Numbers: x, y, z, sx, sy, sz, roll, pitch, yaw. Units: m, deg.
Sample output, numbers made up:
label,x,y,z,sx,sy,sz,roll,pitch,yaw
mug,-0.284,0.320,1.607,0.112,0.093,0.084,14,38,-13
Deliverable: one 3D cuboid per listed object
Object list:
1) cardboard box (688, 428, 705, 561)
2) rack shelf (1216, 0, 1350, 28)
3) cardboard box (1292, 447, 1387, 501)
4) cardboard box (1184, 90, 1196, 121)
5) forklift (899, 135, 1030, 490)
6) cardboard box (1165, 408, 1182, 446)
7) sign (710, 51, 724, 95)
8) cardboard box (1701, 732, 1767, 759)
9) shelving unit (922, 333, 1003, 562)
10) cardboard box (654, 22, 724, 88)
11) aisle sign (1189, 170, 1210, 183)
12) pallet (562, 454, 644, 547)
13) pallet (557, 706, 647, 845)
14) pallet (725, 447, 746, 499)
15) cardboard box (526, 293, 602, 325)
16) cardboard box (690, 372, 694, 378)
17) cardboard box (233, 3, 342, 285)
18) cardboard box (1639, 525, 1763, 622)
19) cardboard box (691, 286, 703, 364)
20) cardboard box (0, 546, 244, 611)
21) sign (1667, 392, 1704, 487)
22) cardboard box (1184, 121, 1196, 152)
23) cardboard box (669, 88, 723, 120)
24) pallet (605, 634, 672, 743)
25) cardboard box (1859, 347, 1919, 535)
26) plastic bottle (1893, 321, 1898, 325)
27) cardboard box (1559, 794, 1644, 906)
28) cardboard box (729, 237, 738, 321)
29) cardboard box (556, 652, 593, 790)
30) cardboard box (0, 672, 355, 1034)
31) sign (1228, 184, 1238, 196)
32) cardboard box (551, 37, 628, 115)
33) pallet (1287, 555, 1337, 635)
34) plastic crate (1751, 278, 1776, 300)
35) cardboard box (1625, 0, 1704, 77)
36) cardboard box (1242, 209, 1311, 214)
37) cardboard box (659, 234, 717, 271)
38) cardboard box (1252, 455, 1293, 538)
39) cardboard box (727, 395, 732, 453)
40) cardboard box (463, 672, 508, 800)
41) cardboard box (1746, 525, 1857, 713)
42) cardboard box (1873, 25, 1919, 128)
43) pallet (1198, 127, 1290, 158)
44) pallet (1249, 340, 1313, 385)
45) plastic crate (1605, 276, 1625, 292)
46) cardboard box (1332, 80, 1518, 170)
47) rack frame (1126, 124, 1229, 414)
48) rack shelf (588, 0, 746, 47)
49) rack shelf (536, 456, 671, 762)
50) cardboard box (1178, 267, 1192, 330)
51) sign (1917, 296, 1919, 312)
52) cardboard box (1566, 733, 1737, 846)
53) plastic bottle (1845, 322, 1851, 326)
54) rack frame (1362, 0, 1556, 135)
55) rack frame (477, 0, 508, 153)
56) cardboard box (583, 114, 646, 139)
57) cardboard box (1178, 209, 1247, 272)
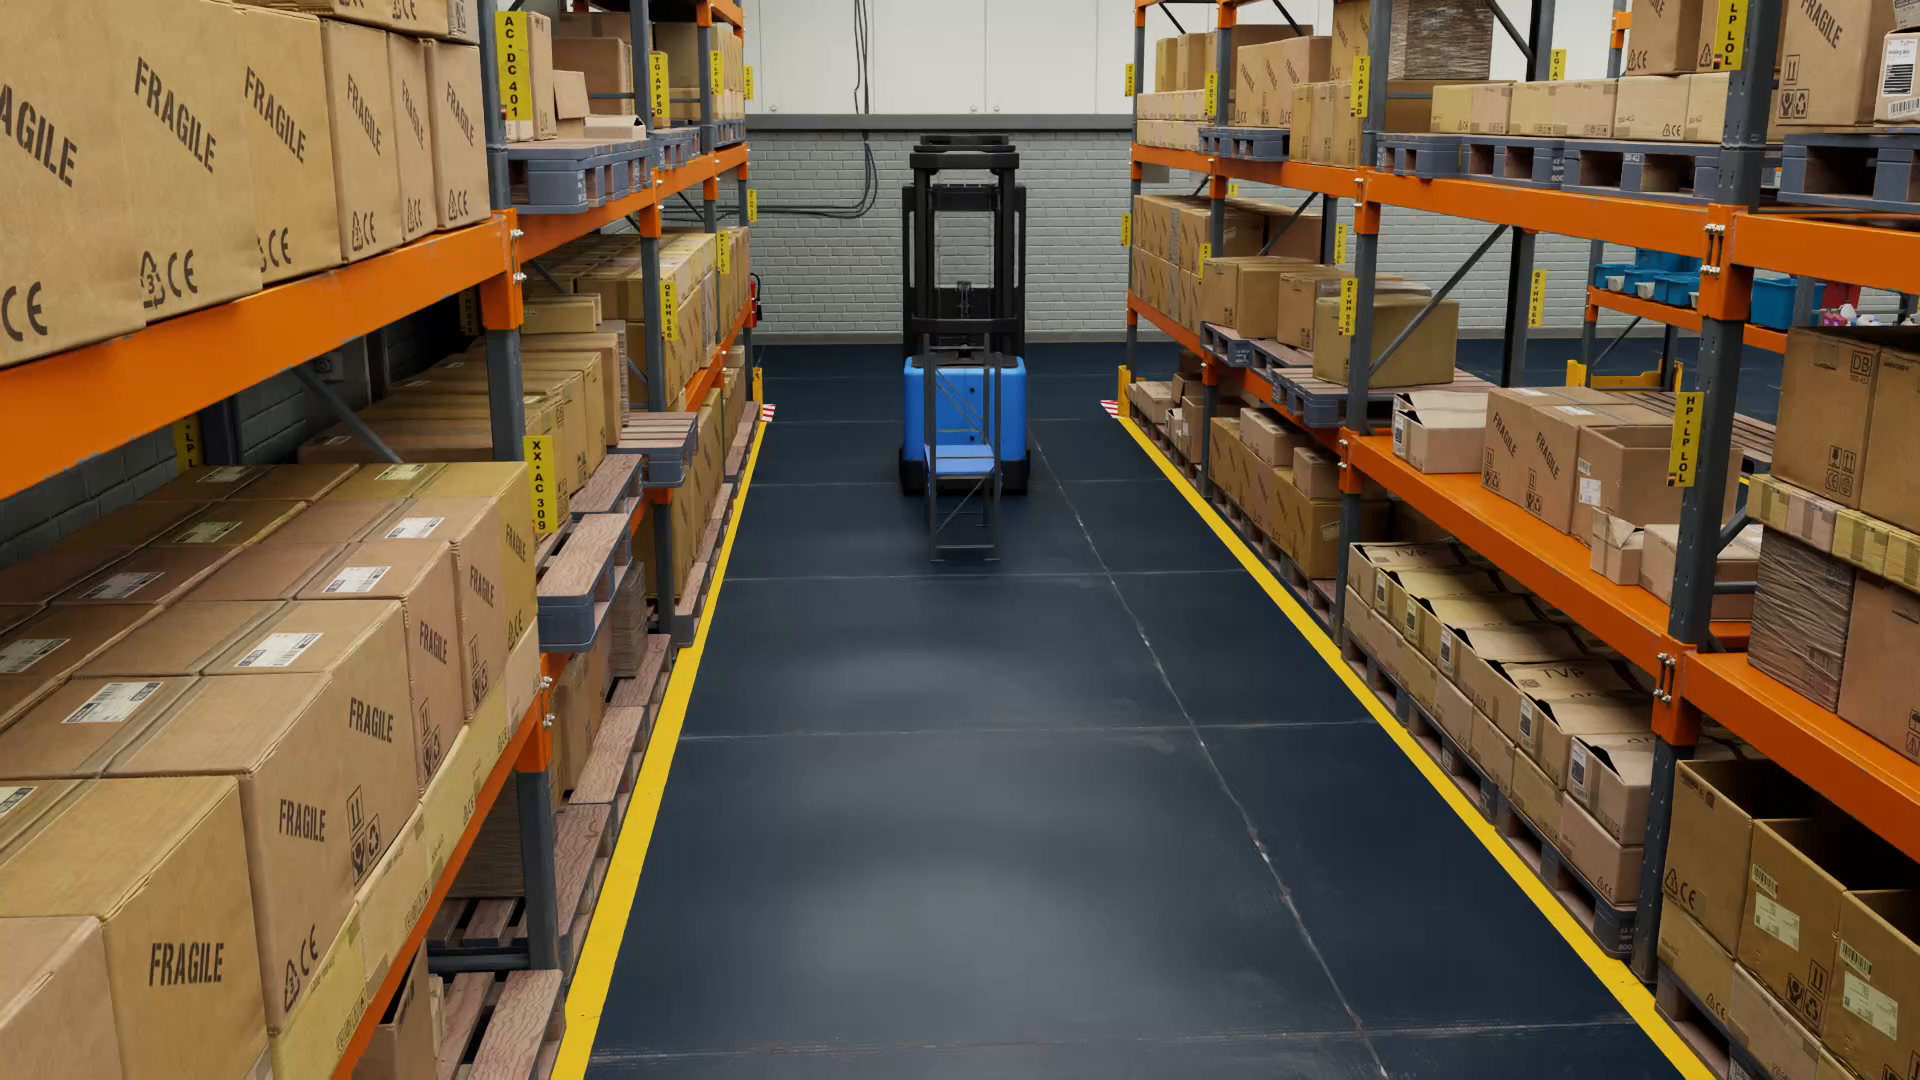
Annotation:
label,x,y,z,sx,sy,sz,roll,pitch,yaw
cardboard box,-2.137,-0.312,11.192,0.750,0.750,0.750,-1,14,-4
rack shelf,2.646,-3.685,11.037,1.077,0.370,4.000,-1,14,-3
cardboard box,2.470,-0.433,10.819,0.500,0.250,0.500,0,14,-1
cardboard box,2.193,-3.683,14.098,0.500,0.250,0.500,-1,14,-3
forklift,0.034,-2.153,15.011,1.130,2.935,3.031,0,14,0
cardboard box,2.157,-1.054,15.117,0.500,0.311,0.500,-1,14,-3
sign,-1.881,-3.608,12.842,0.100,0.325,0.005,-1,14,-3
cardboard box,3.241,0.920,6.480,0.500,0.311,0.500,-1,14,-3
shelving unit,0.005,-0.705,12.257,0.538,1.500,1.048,-1,14,-3
cardboard box,-2.186,-3.919,13.470,0.500,0.500,0.500,-1,14,-4
aisle sign,2.576,-4.095,17.205,0.394,0.787,0.004,-1,14,-3
pallet,-2.011,-0.163,7.524,1.003,0.211,1.213,-1,14,-3
pallet,-2.055,1.100,7.827,1.003,0.211,1.213,-1,14,-3
pallet,-2.391,-0.582,14.364,1.003,0.211,1.213,-1,14,-3
cardboard box,-2.123,-1.238,8.931,0.380,0.149,0.250,-3,15,-11
cardboard box,-2.083,-1.234,11.766,0.380,0.149,0.250,-1,14,-5
cardboard box,-1.538,-0.752,3.167,0.500,0.500,0.500,0,14,0
cardboard box,2.944,0.121,6.337,0.500,0.250,0.500,0,14,0
cardboard box,-2.042,-1.457,11.333,0.500,0.500,0.500,0,14,-2
cardboard box,-2.052,0.320,4.018,0.500,0.500,0.500,0,14,-2
sign,2.477,-0.341,5.669,0.100,0.325,0.005,-1,14,-3
cardboard box,2.206,-3.441,14.161,0.500,0.250,0.500,-1,14,-3
cardboard box,-2.202,-3.550,13.541,0.500,0.250,0.500,-1,14,-4
pallet,-2.127,0.798,9.003,1.003,0.211,1.213,-1,14,-3
cardboard box,3.084,-0.271,4.754,0.700,0.500,0.500,-1,14,-4
plastic bottle,7.118,-1.520,12.648,0.061,0.283,0.133,-1,14,-3
cardboard box,2.703,1.200,6.519,0.500,0.250,0.500,-1,14,-4
cardboard box,-2.534,-2.385,15.174,0.980,0.700,0.700,-2,15,-6
cardboard box,-2.062,0.807,7.504,0.700,0.500,0.500,-1,14,-3
cardboard box,-1.454,0.567,3.059,0.500,0.500,0.500,-1,14,-5
sign,2.829,-3.532,17.275,0.100,0.325,0.005,-1,14,-3
cardboard box,-2.261,-2.579,9.426,0.700,0.500,0.500,-2,15,-8
pallet,2.761,0.340,10.783,1.003,0.211,1.213,-1,14,-3
plastic crate,7.555,-2.249,15.366,0.437,0.282,0.530,-1,14,-3
cardboard box,2.960,-2.072,6.492,0.500,0.500,0.500,1,14,2
cardboard box,2.741,-2.602,14.412,0.500,0.500,0.500,-1,14,-5
cardboard box,-2.138,-2.195,12.696,0.500,0.250,0.500,-1,14,-2
cardboard box,2.407,-0.315,11.865,0.500,0.500,0.500,-1,14,-6
cardboard box,-2.394,-1.047,14.751,0.700,0.500,0.500,-1,14,-4
cardboard box,-1.572,0.548,4.639,0.500,0.250,0.500,-1,14,-3
cardboard box,3.051,0.232,5.404,0.700,0.500,0.500,-1,14,-5
cardboard box,2.819,-1.247,4.388,0.500,0.311,0.500,-2,15,-7
pallet,2.492,-3.018,12.593,1.213,0.211,1.003,-1,14,-3
pallet,2.645,-1.215,11.615,1.003,0.211,1.213,-1,14,-3
plastic crate,6.842,-2.644,17.190,0.250,0.136,0.298,-1,14,-3
cardboard box,2.709,-2.434,9.745,0.910,0.500,0.500,-1,14,-3
rack frame,2.274,-2.814,17.445,1.000,3.000,0.127,-1,14,-3
rack shelf,-2.546,-4.603,14.602,1.077,0.370,4.000,-1,14,-3
rack shelf,-2.050,0.099,7.567,1.077,0.370,4.000,-1,14,-3
cardboard box,2.202,-2.116,14.532,0.500,0.500,0.500,0,14,-2
sign,8.015,-2.037,13.868,0.100,0.325,0.005,-1,14,-3
cardboard box,2.706,0.931,6.440,0.500,0.311,0.500,-1,14,-3
plastic bottle,7.097,-1.639,13.277,0.097,0.201,0.097,0,14,0
rack frame,2.770,-3.730,8.964,1.000,3.000,0.127,-1,14,-3
rack frame,-1.926,-2.658,4.797,1.000,3.000,0.127,-1,14,-3
cardboard box,-1.860,-1.992,8.366,0.500,0.311,0.500,-1,14,-3
cardboard box,2.198,-2.601,14.409,0.500,0.500,0.500,-1,14,-5
